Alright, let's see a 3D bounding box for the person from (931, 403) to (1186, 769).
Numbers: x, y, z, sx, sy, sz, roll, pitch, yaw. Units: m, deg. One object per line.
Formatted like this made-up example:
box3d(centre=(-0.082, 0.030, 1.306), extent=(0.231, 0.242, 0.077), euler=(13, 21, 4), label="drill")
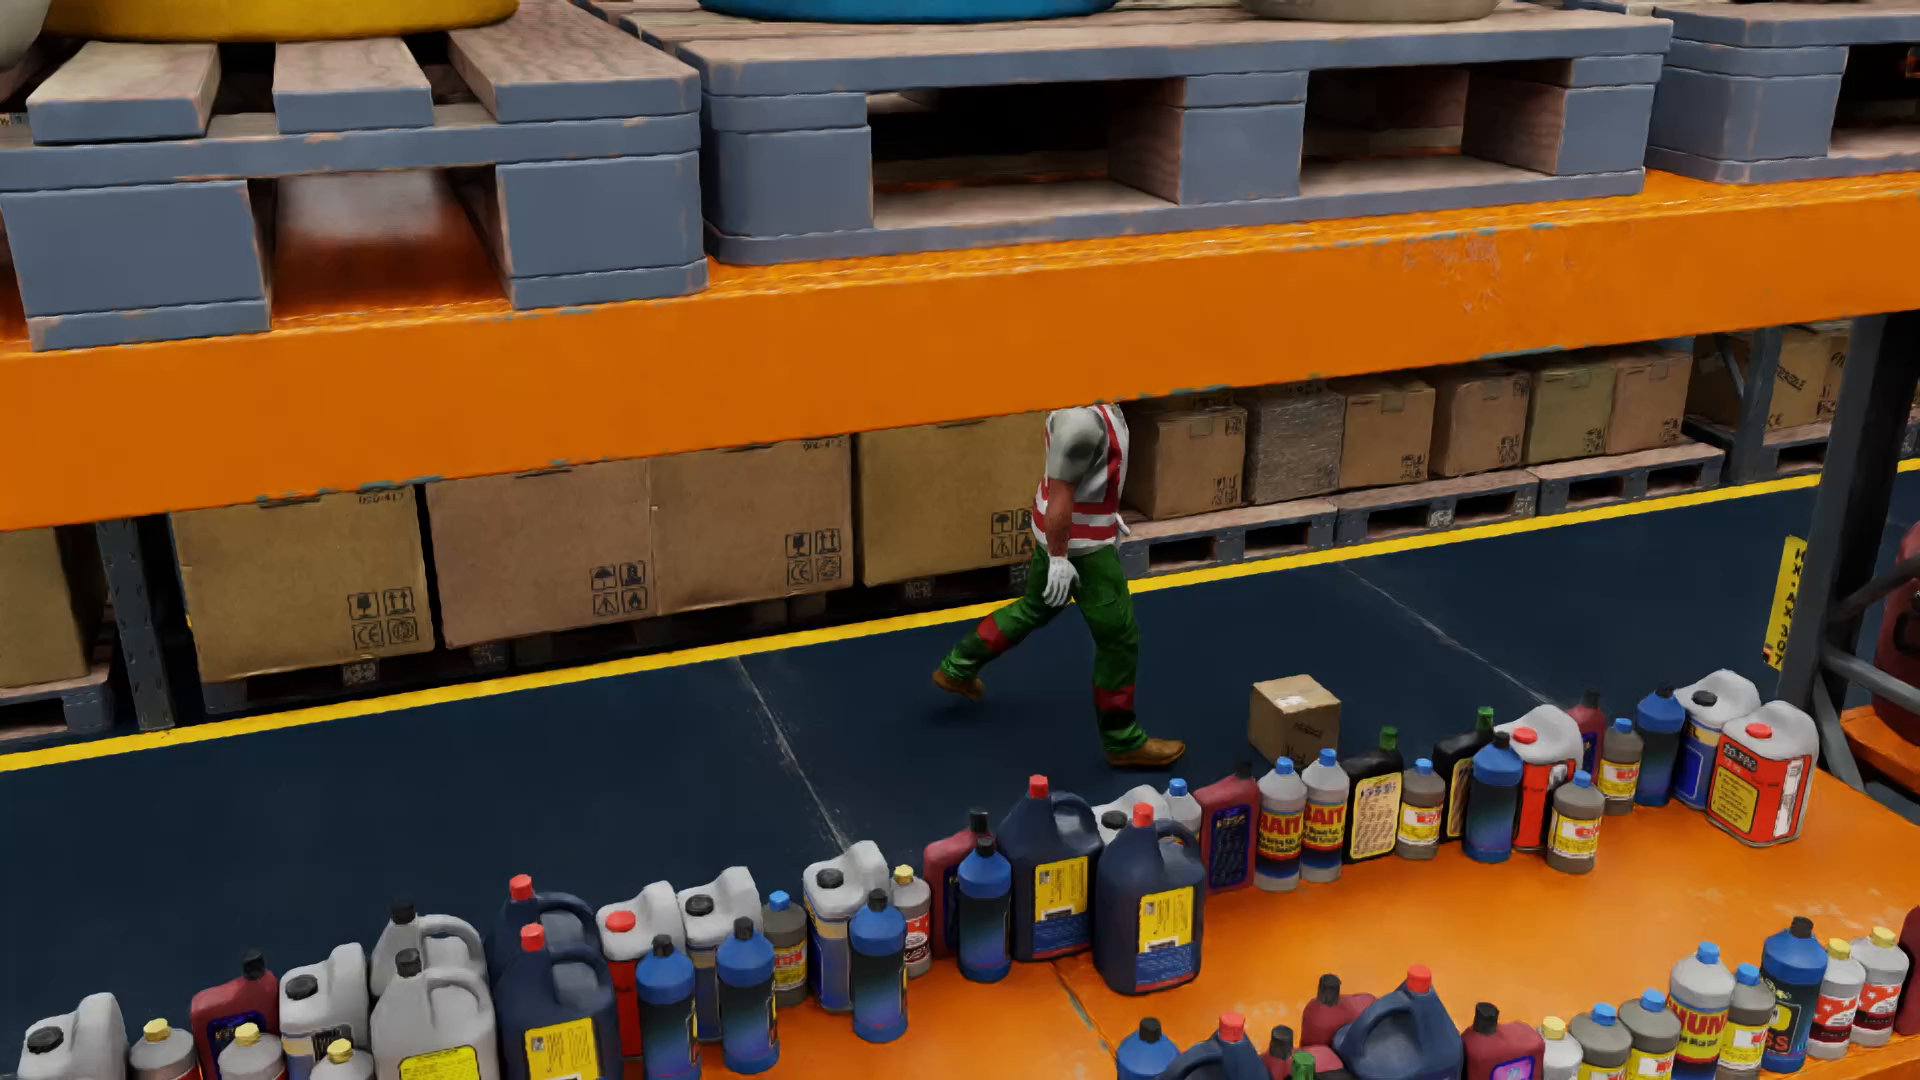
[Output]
box3d(centre=(0.372, -0.030, 6.160), extent=(0.974, 1.767, 0.643), euler=(0, 22, 1), label="person")
